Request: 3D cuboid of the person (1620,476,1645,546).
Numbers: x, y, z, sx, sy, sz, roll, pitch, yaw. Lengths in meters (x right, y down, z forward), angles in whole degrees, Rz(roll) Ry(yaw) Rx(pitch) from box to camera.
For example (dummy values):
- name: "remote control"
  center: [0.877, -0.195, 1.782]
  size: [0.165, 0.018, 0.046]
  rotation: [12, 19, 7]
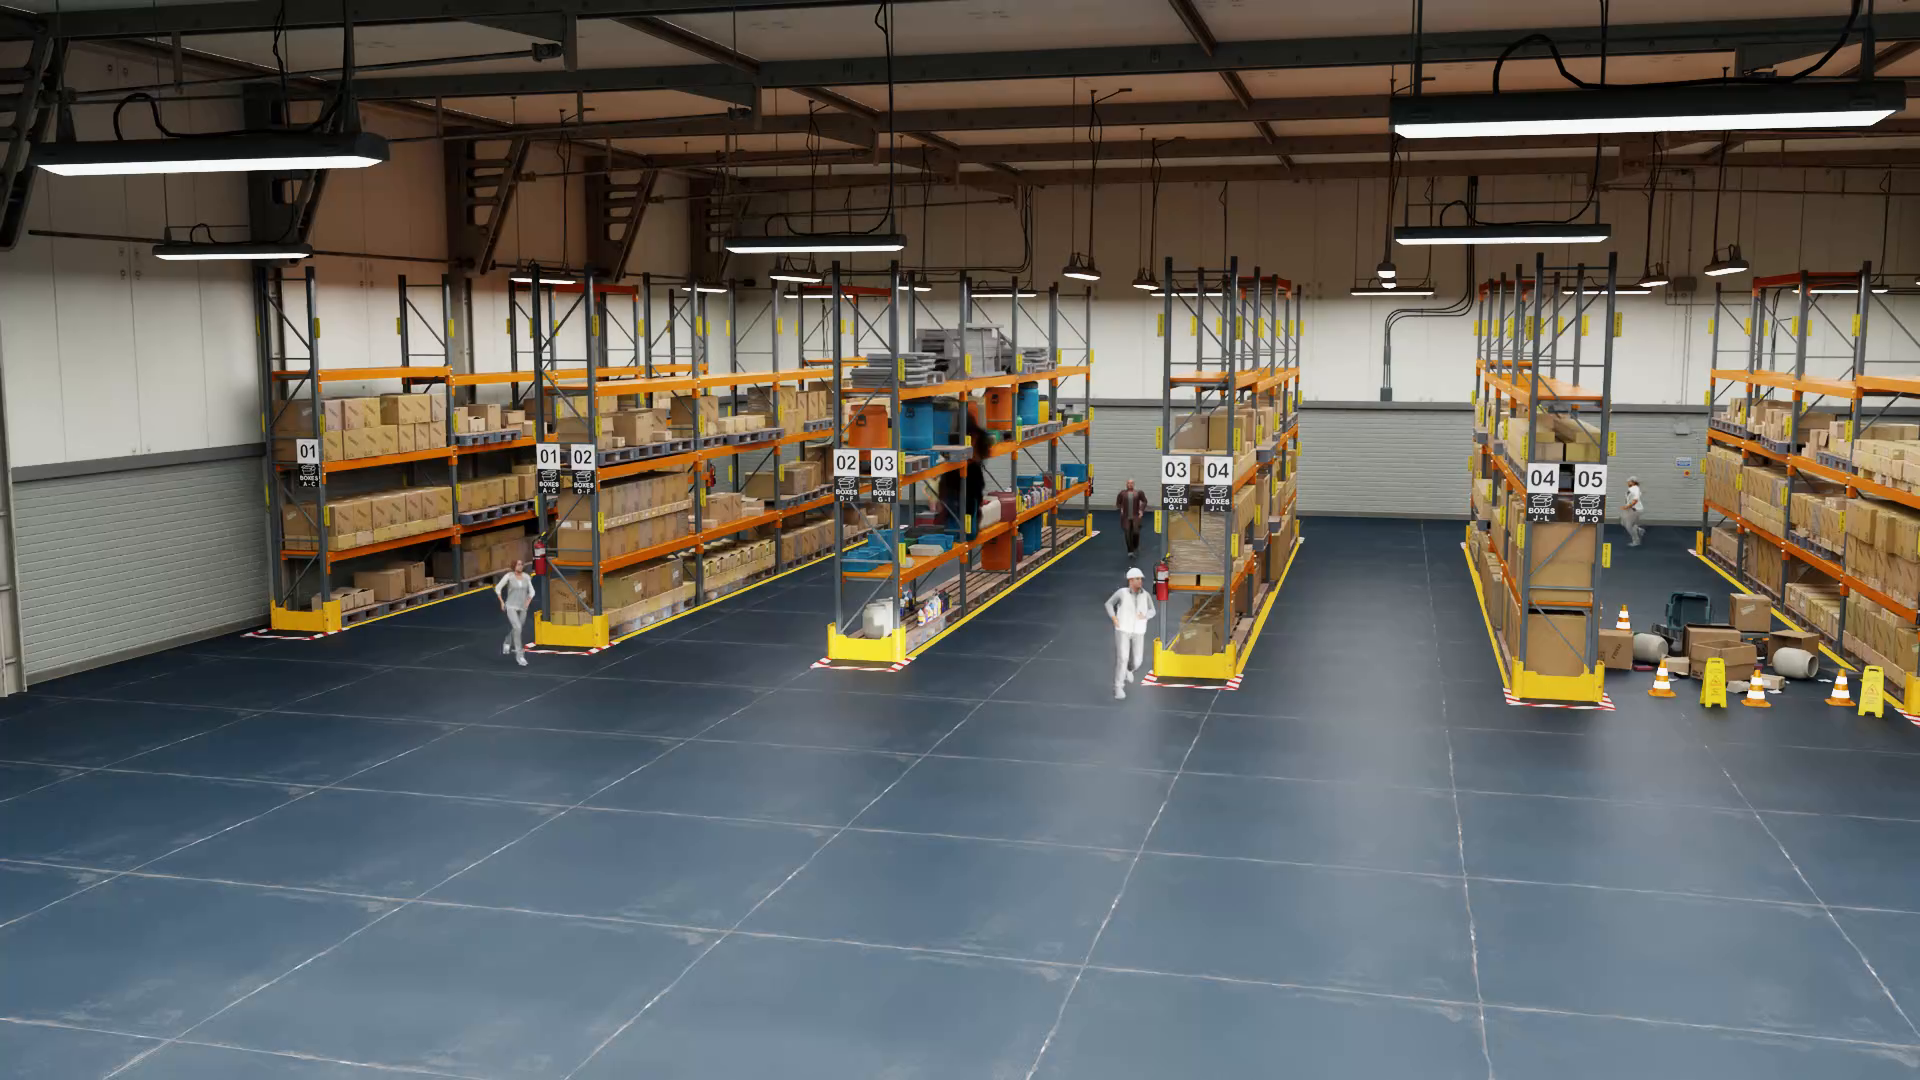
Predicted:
- name: "person"
  center: [15.599, -0.677, 38.563]
  size: [0.583, 1.619, 0.595]
  rotation: [2, 8, 17]

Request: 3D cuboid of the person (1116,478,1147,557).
- name: "person"
  center: [3.736, -0.478, 36.342]
  size: [0.681, 1.735, 0.654]
  rotation: [1, 7, 9]

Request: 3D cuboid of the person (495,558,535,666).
- name: "person"
  center: [-6.680, 1.053, 25.075]
  size: [0.550, 1.585, 0.822]
  rotation: [-6, 9, -38]

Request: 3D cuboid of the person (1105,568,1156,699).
- name: "person"
  center: [2.377, 1.252, 22.996]
  size: [0.683, 1.740, 0.855]
  rotation: [-2, 7, -12]

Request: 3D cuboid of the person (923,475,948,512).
- name: "person"
  center: [-0.604, -0.916, 40.342]
  size: [0.609, 1.619, 0.508]
  rotation: [0, 7, 3]
